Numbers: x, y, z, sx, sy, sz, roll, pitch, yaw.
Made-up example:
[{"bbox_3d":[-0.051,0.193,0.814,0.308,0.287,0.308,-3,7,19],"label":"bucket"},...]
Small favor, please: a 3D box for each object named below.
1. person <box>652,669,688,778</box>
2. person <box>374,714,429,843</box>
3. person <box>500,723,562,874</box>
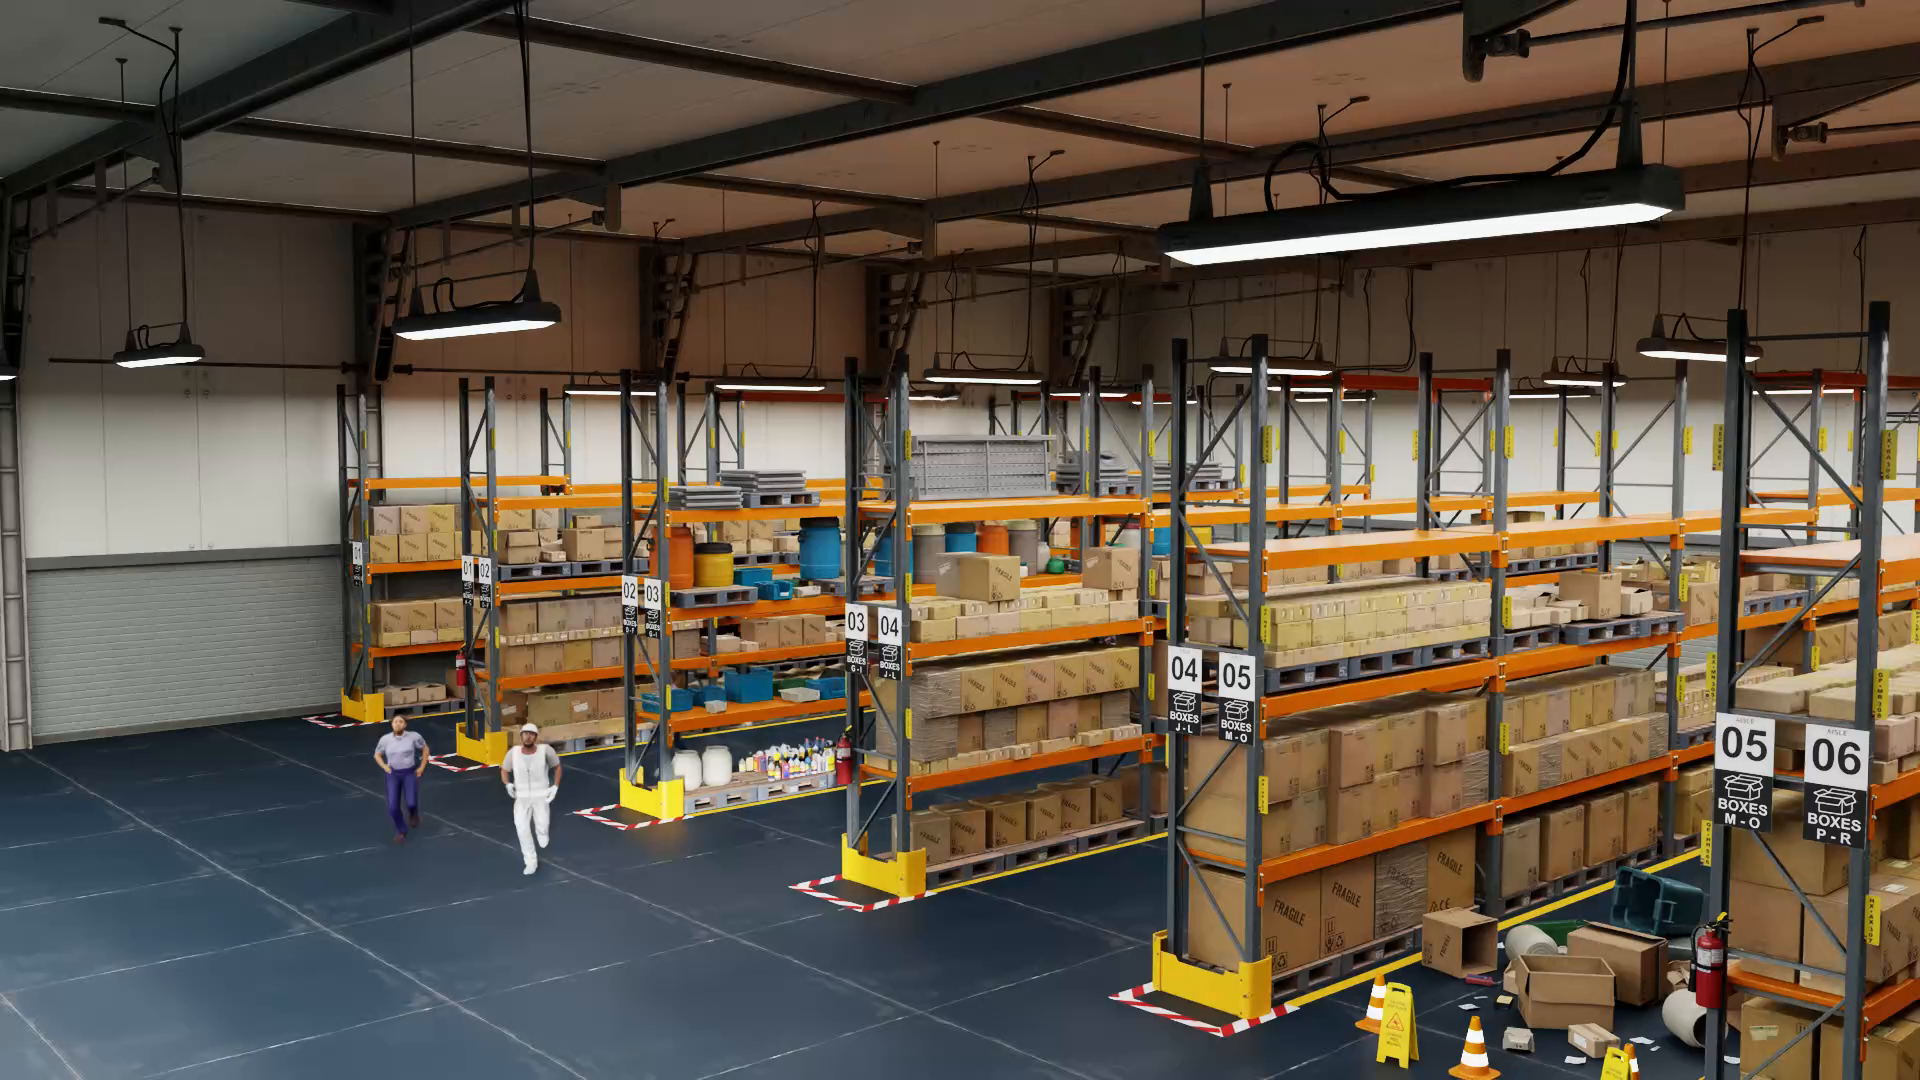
[{"bbox_3d":[-4.305,2.737,24.838,0.727,1.640,0.521,-3,5,-38],"label":"person"},{"bbox_3d":[-7.037,2.996,20.954,0.662,1.610,0.512,-1,4,-15],"label":"person"},{"bbox_3d":[-5.066,3.021,19.653,0.711,1.738,0.667,-1,4,-10],"label":"person"}]
